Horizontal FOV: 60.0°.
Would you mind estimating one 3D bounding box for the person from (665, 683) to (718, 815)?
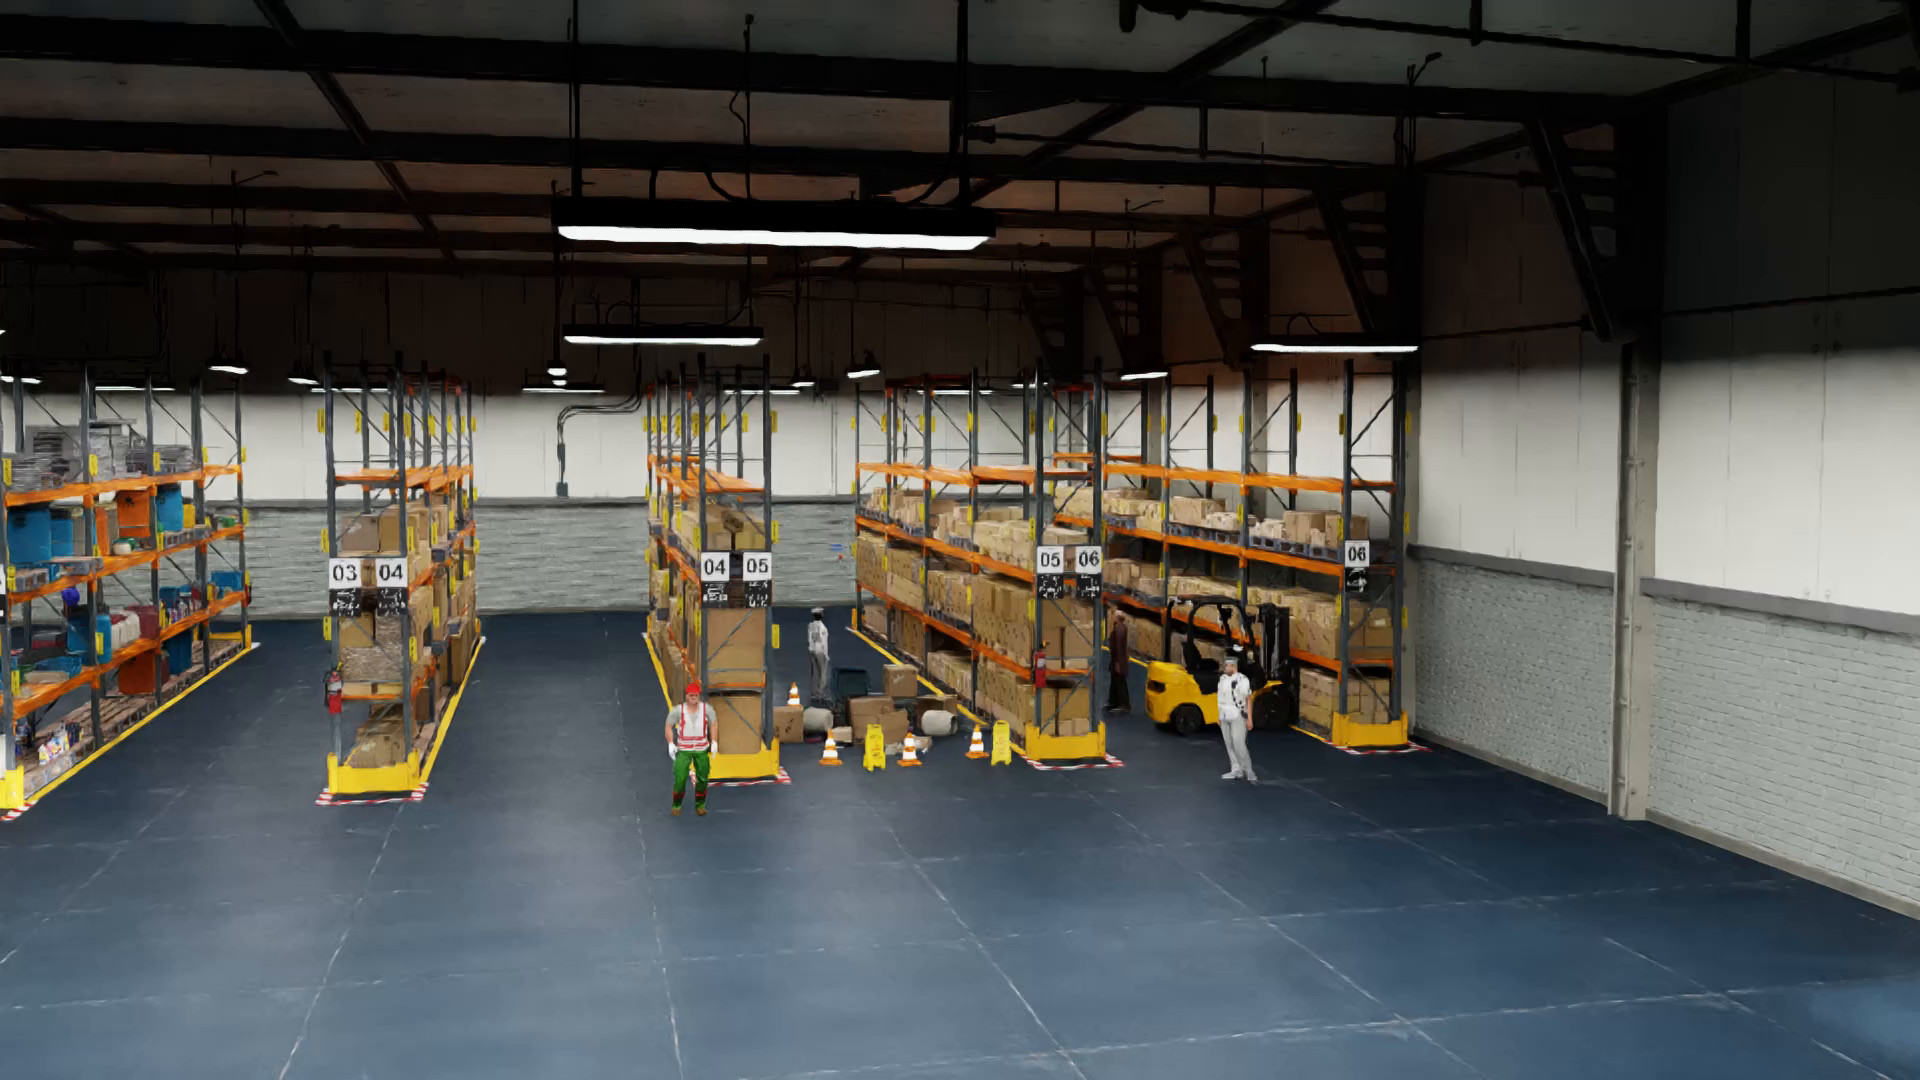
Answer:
[{"bbox_3d":[-3.416,2.666,21.203,0.677,1.742,0.552,-1,4,-15],"label":"person"}]

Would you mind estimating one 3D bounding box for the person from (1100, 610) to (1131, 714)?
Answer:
[{"bbox_3d":[2.691,2.099,28.807,0.591,1.778,0.675,1,4,12],"label":"person"}]

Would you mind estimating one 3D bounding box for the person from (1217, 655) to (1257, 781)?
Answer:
[{"bbox_3d":[3.881,2.489,23.389,0.440,1.751,0.651,-3,5,-40],"label":"person"}]

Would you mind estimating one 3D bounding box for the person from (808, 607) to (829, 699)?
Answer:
[{"bbox_3d":[-2.560,2.087,30.206,0.361,1.726,0.538,-3,5,-41],"label":"person"}]

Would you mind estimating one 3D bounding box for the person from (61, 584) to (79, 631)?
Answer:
[{"bbox_3d":[-19.673,1.608,36.797,0.449,1.662,0.580,1,4,8],"label":"person"}]
